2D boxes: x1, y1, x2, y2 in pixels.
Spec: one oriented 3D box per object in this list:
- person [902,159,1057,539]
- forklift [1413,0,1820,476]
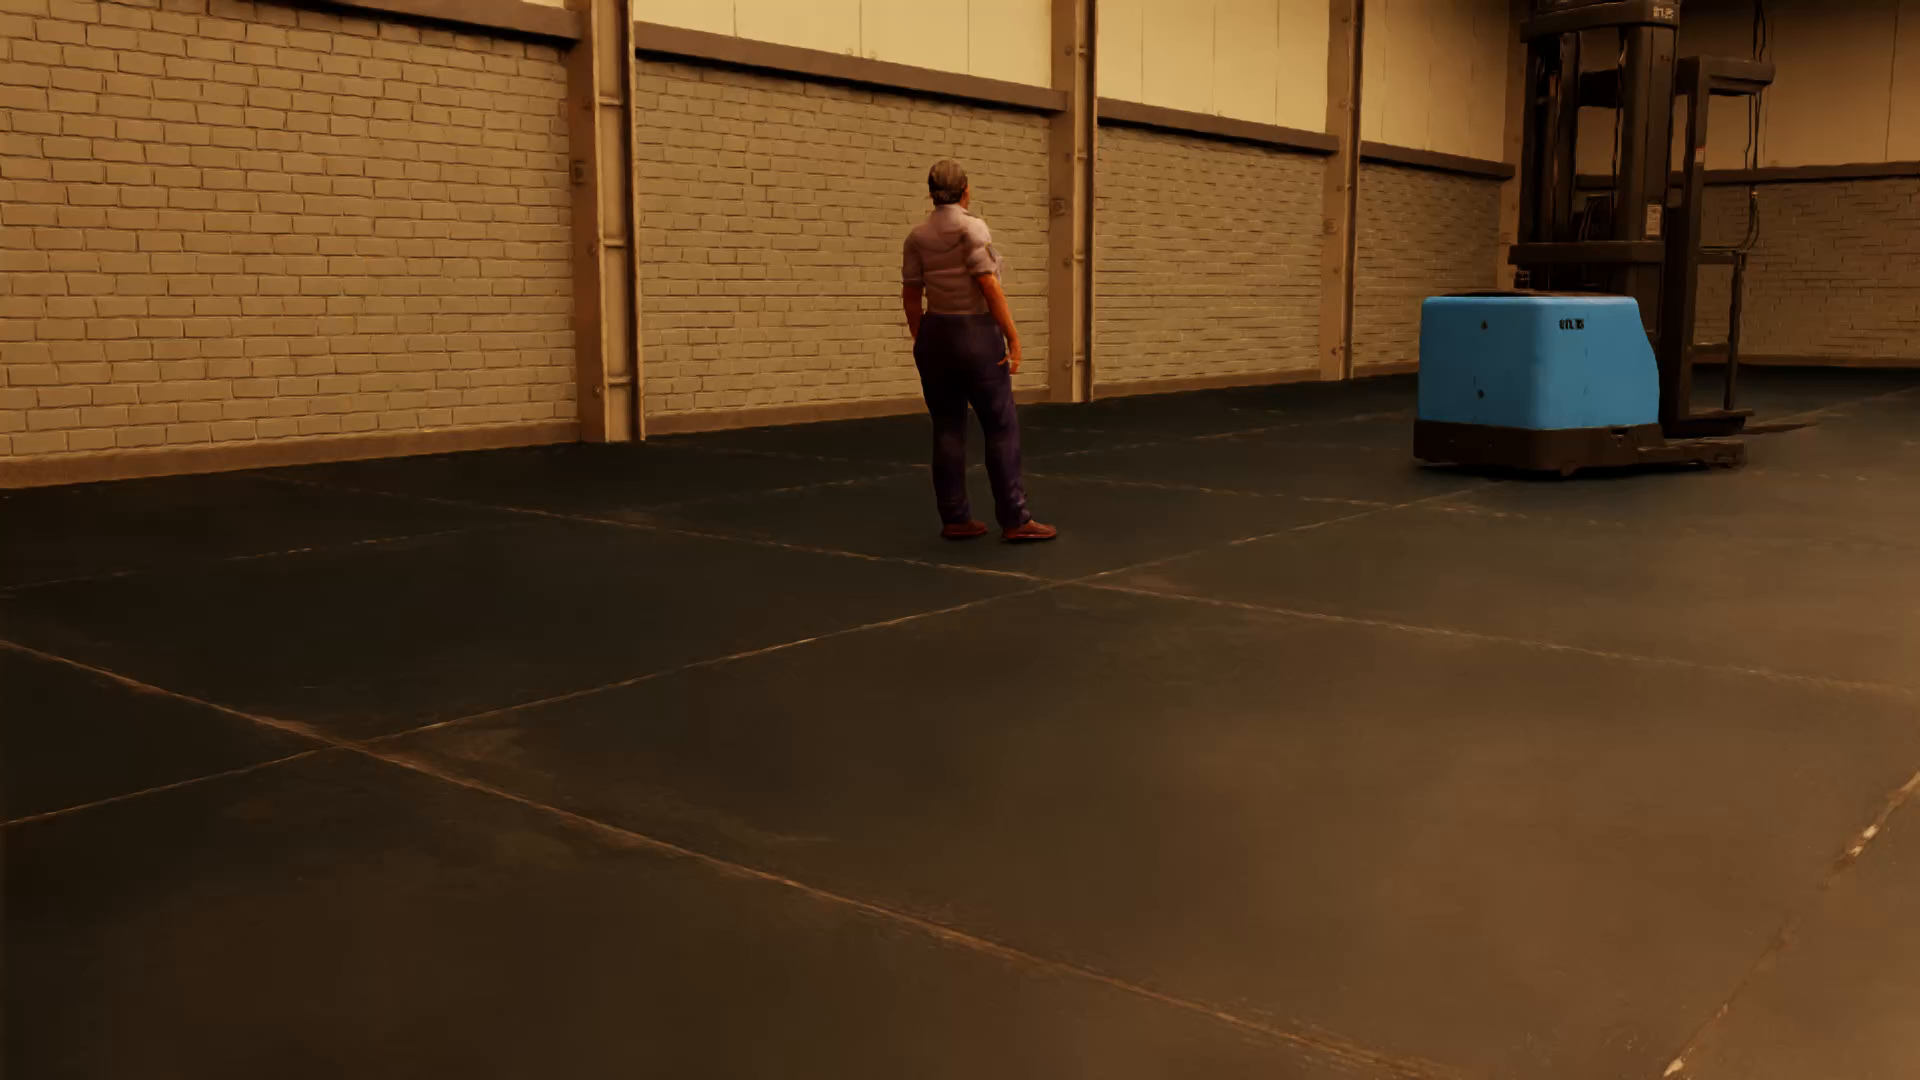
[{"bbox_3d":[0.074,-0.830,7.340,0.599,1.650,0.502,7,11,38],"label":"person"},{"bbox_3d":[4.387,-1.957,10.653,3.031,2.935,1.130,-5,10,-31],"label":"forklift"}]
